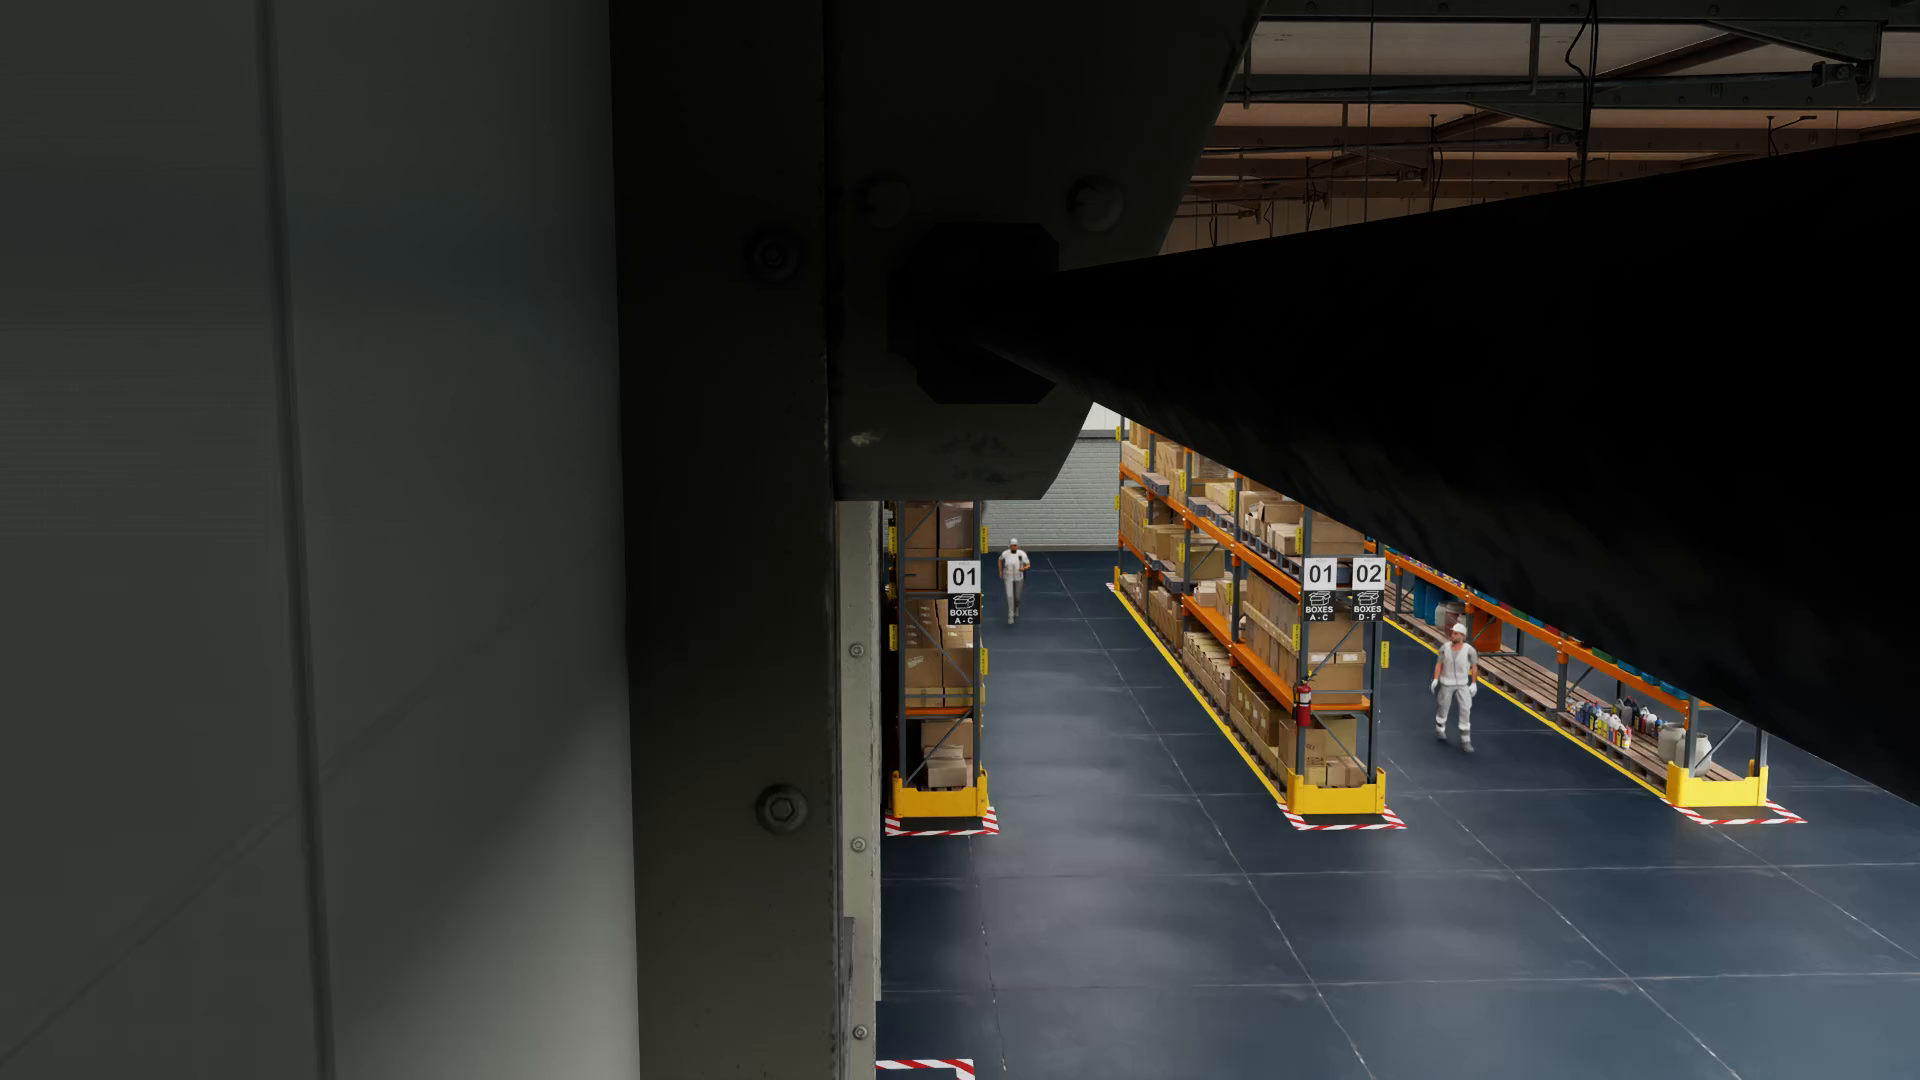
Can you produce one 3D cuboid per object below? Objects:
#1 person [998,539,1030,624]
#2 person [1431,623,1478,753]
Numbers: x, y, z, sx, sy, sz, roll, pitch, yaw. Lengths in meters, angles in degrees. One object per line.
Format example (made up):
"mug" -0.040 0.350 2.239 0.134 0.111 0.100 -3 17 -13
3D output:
"person" 1.074 0.777 32.807 0.631 1.620 1.028 0 8 -1
"person" 7.020 2.061 23.623 0.661 1.747 0.994 -1 8 -4
